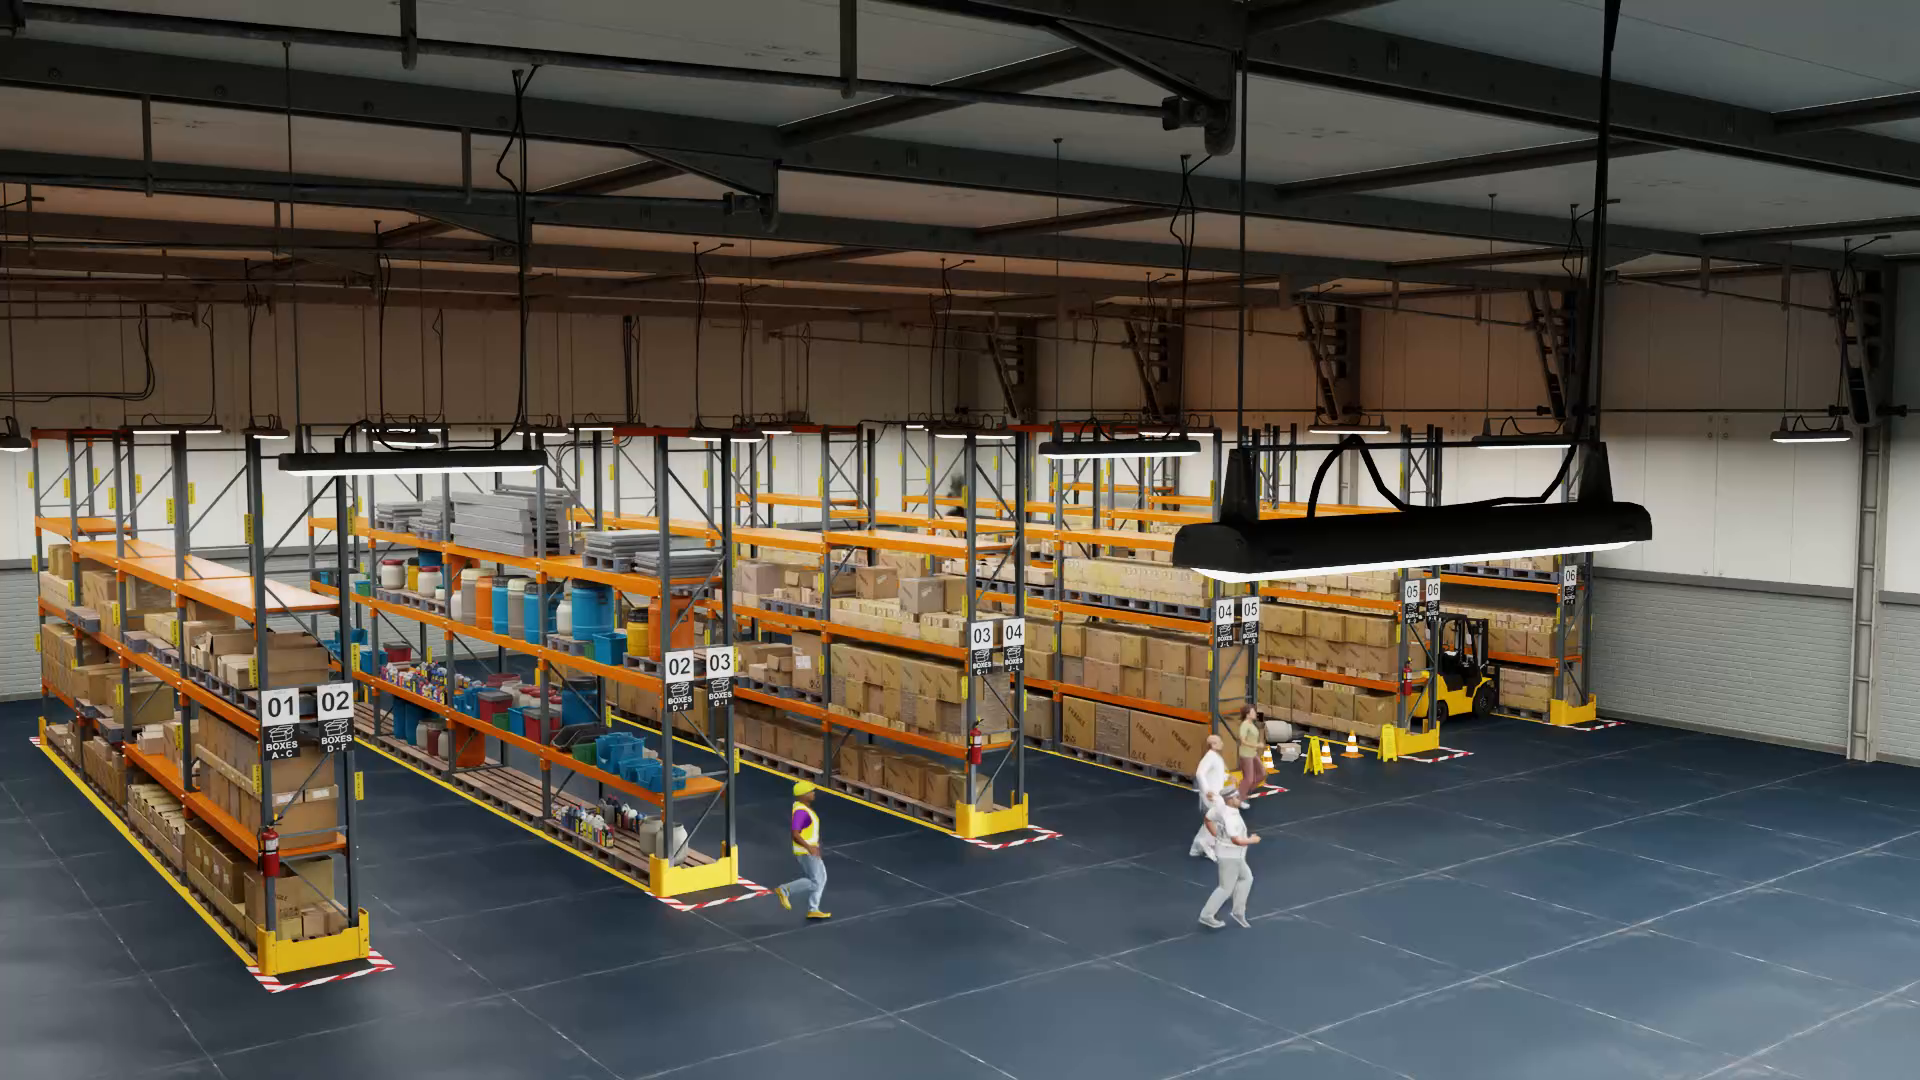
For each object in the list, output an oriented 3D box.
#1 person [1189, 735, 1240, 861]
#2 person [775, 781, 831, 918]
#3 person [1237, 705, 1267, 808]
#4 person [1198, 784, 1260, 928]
[{"bbox_3d":[3.598,3.617,23.422,0.714,1.767,0.709,0,4,2],"label":"person"},{"bbox_3d":[-1.956,3.855,20.694,0.690,1.727,0.716,0,4,-4],"label":"person"},{"bbox_3d":[4.609,3.432,26.417,0.553,1.641,0.587,2,5,23],"label":"person"},{"bbox_3d":[3.274,3.875,20.243,0.754,1.842,0.660,0,4,-1],"label":"person"}]
